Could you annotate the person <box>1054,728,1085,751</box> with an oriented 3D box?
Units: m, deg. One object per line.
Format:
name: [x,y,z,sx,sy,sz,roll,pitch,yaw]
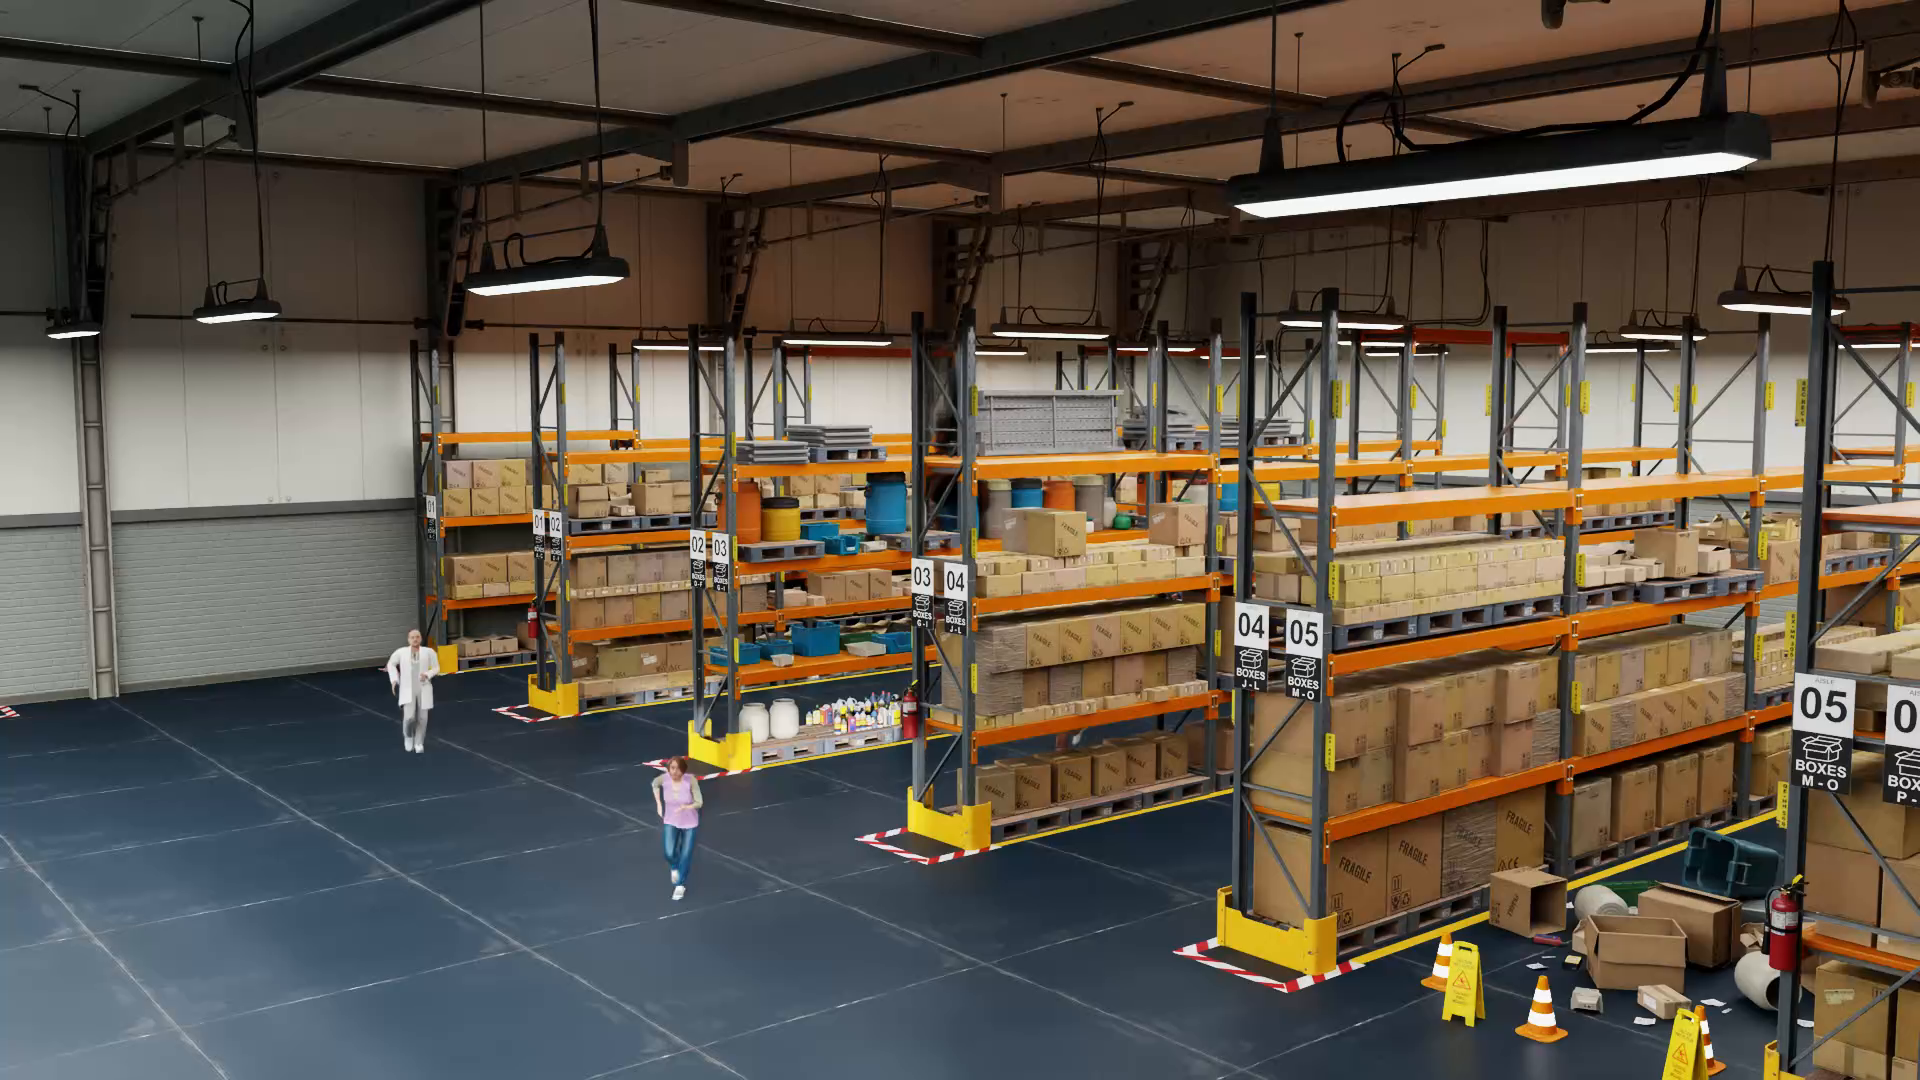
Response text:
person: [1.462,2.058,22.220,0.758,1.596,0.588,-5,7,-44]

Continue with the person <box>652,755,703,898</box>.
person: [-2.825,2.872,16.611,0.525,1.525,0.715,0,5,-4]

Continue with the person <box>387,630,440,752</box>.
person: [-7.639,2.130,23.317,0.692,1.741,0.678,-2,6,-22]
